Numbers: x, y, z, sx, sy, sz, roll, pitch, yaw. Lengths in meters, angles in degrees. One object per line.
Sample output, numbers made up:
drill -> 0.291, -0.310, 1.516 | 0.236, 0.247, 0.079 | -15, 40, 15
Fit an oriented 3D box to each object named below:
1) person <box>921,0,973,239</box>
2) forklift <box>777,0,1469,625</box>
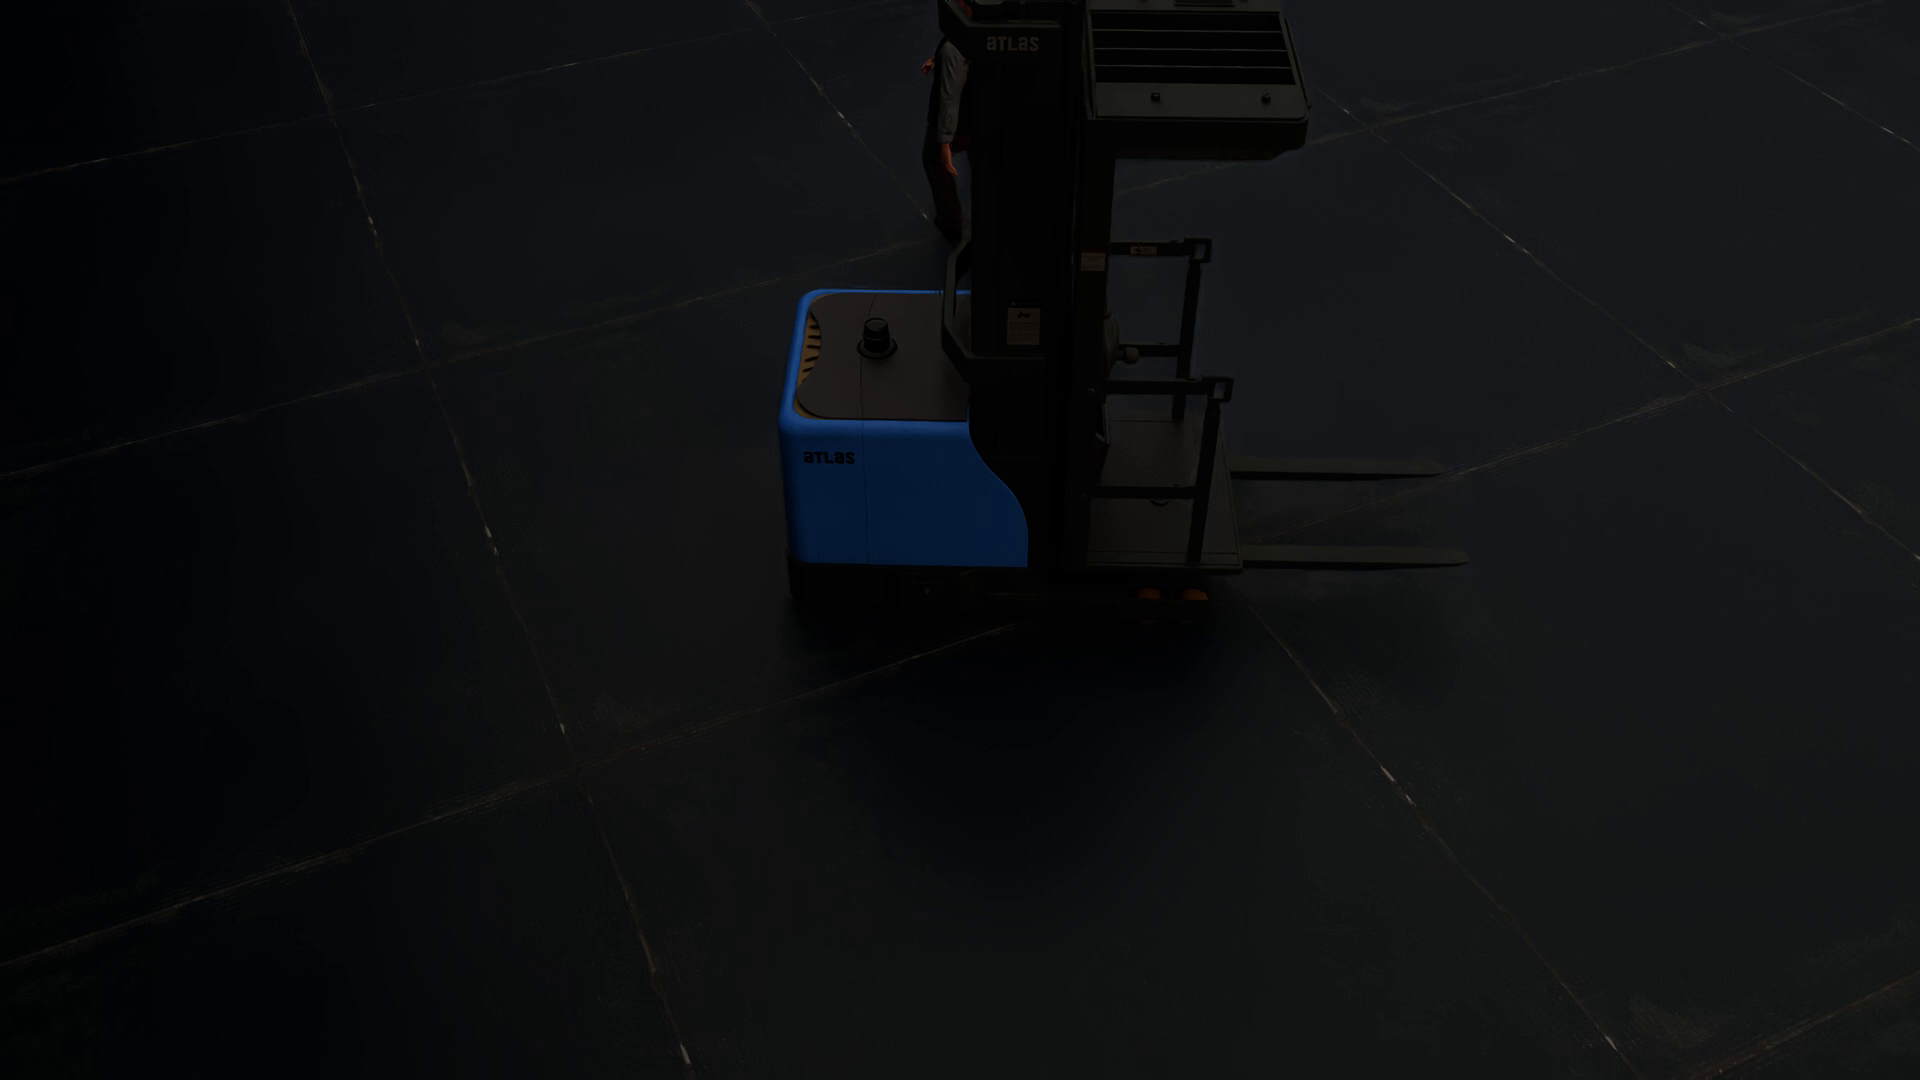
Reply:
person -> 0.029, -2.301, 9.101 | 0.601, 1.648, 0.760 | -19, 46, -19
forklift -> 0.760, -1.064, 6.821 | 3.031, 2.935, 1.130 | 1, 43, 1
